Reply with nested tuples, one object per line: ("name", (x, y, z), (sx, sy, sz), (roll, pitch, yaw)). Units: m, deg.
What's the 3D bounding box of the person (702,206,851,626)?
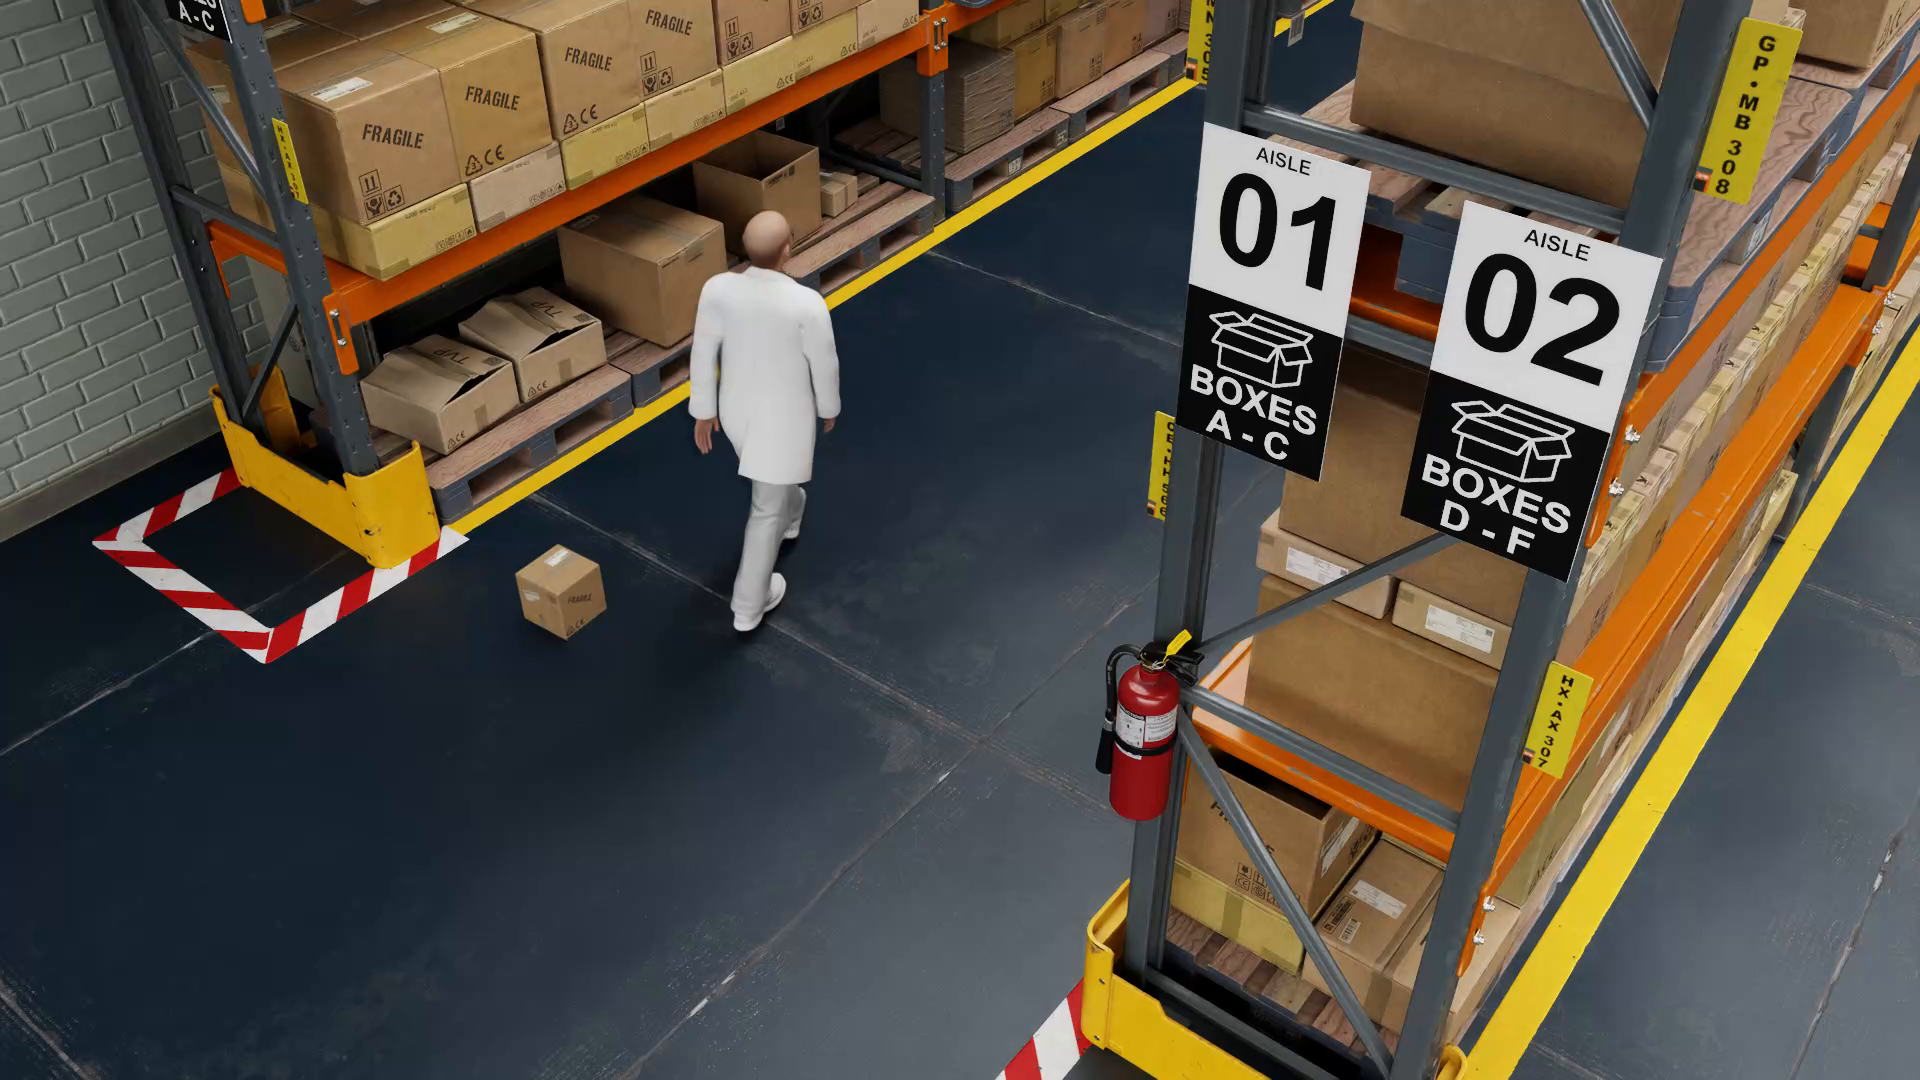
("person", (-0.710, -0.605, 6.915), (0.579, 1.708, 1.128), (16, 41, 19))
